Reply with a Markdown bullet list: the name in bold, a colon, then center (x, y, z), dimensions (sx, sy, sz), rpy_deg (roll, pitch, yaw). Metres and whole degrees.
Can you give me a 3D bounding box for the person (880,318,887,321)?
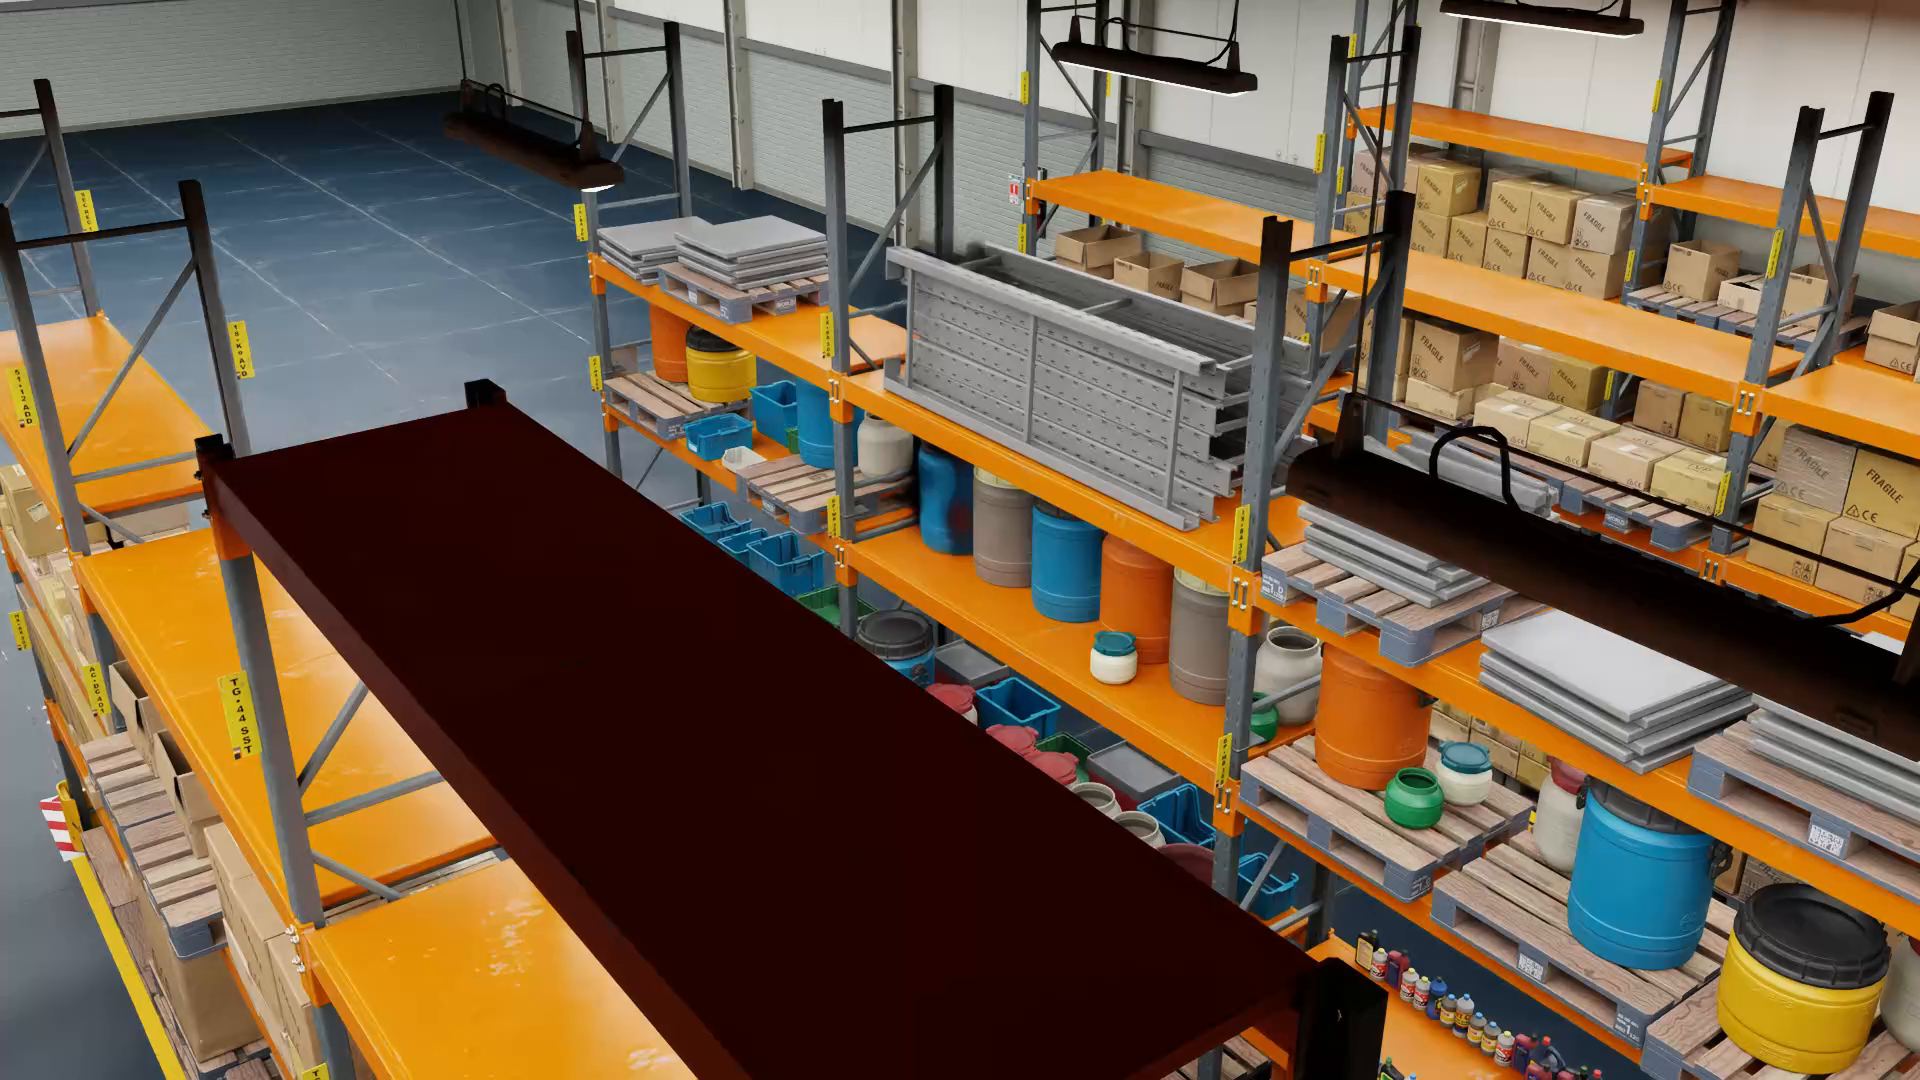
- **person**: center (-0.706, -2.200, 21.958), dimensions (0.951, 1.613, 0.623), rpy_deg (-8, 26, -18)
